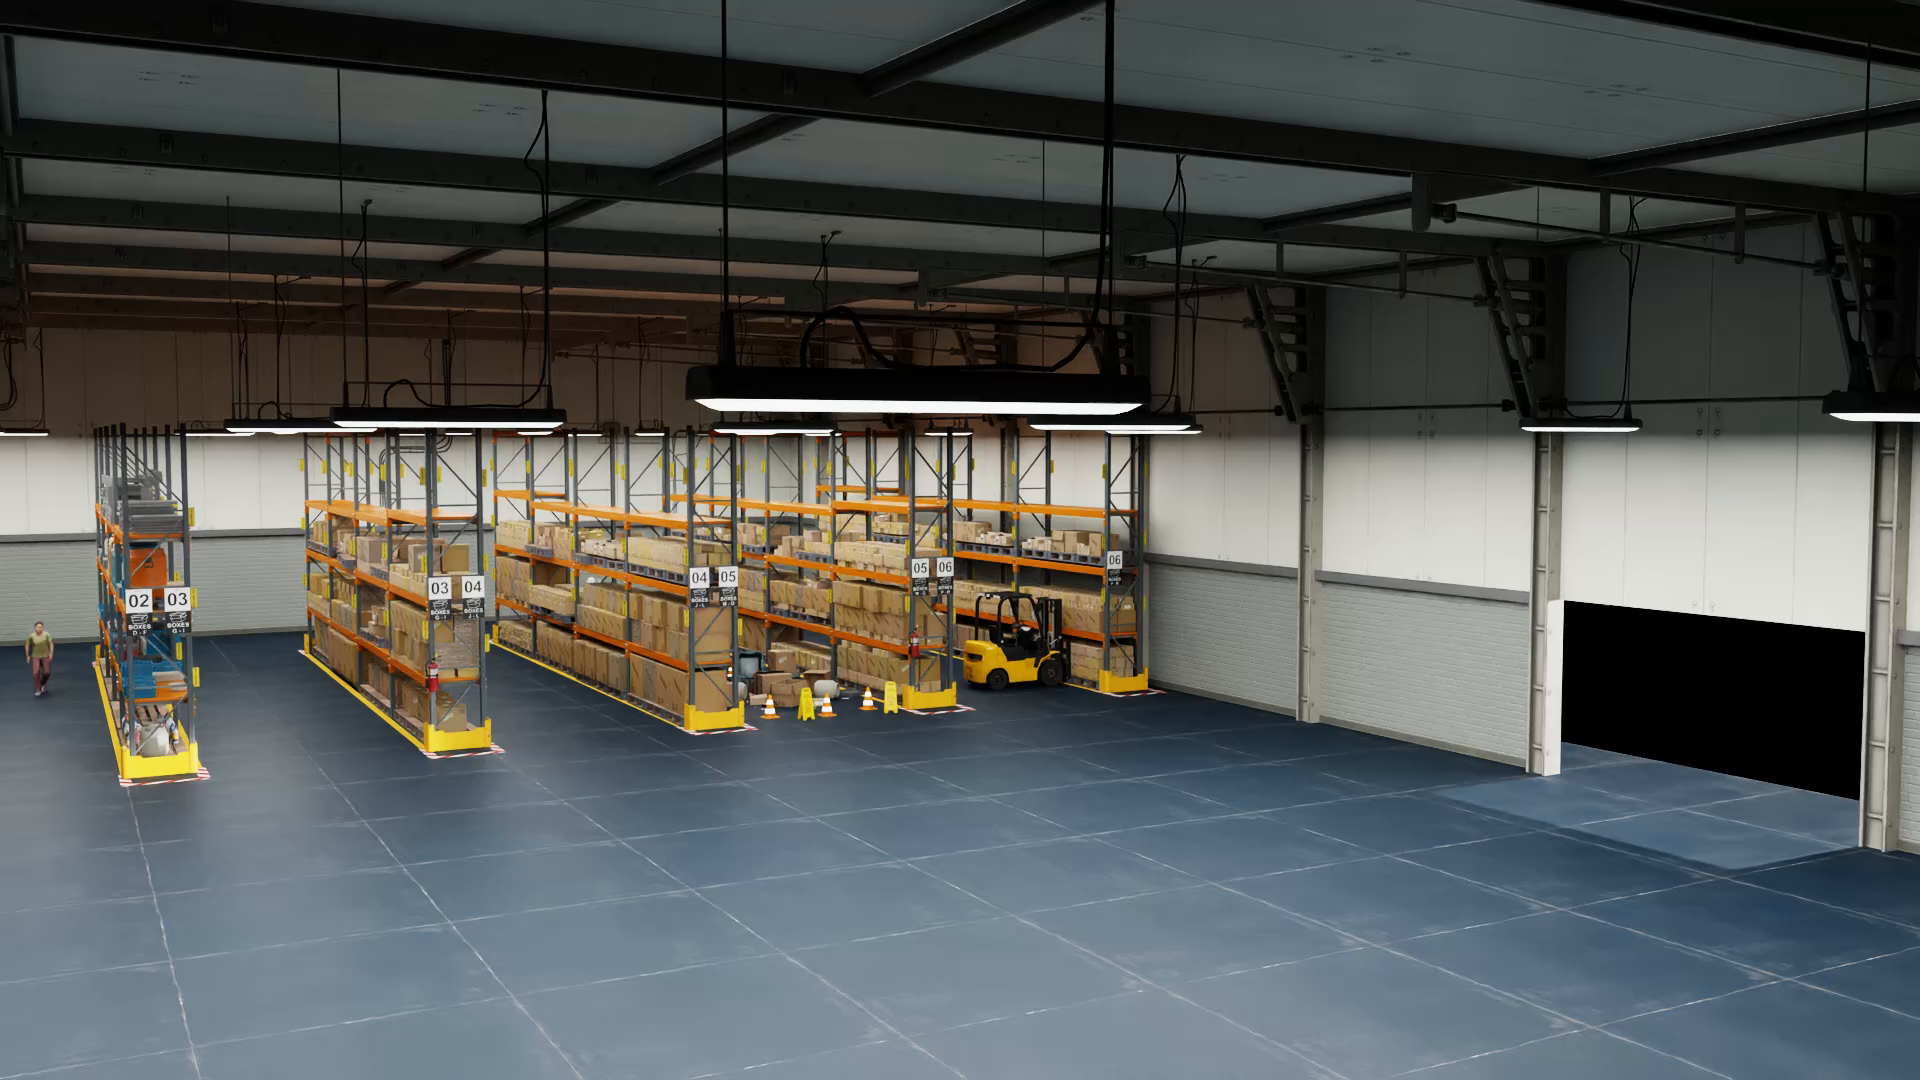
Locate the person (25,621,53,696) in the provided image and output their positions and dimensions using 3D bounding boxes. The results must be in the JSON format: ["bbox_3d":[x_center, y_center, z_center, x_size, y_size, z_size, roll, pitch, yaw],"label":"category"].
[{"bbox_3d":[-20.700,2.643,37.392,0.550,1.658,0.593,-2,4,-33],"label":"person"}]

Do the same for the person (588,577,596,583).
[{"bbox_3d":[-10.553,1.963,47.539,0.439,1.797,0.583,3,5,44],"label":"person"}]
